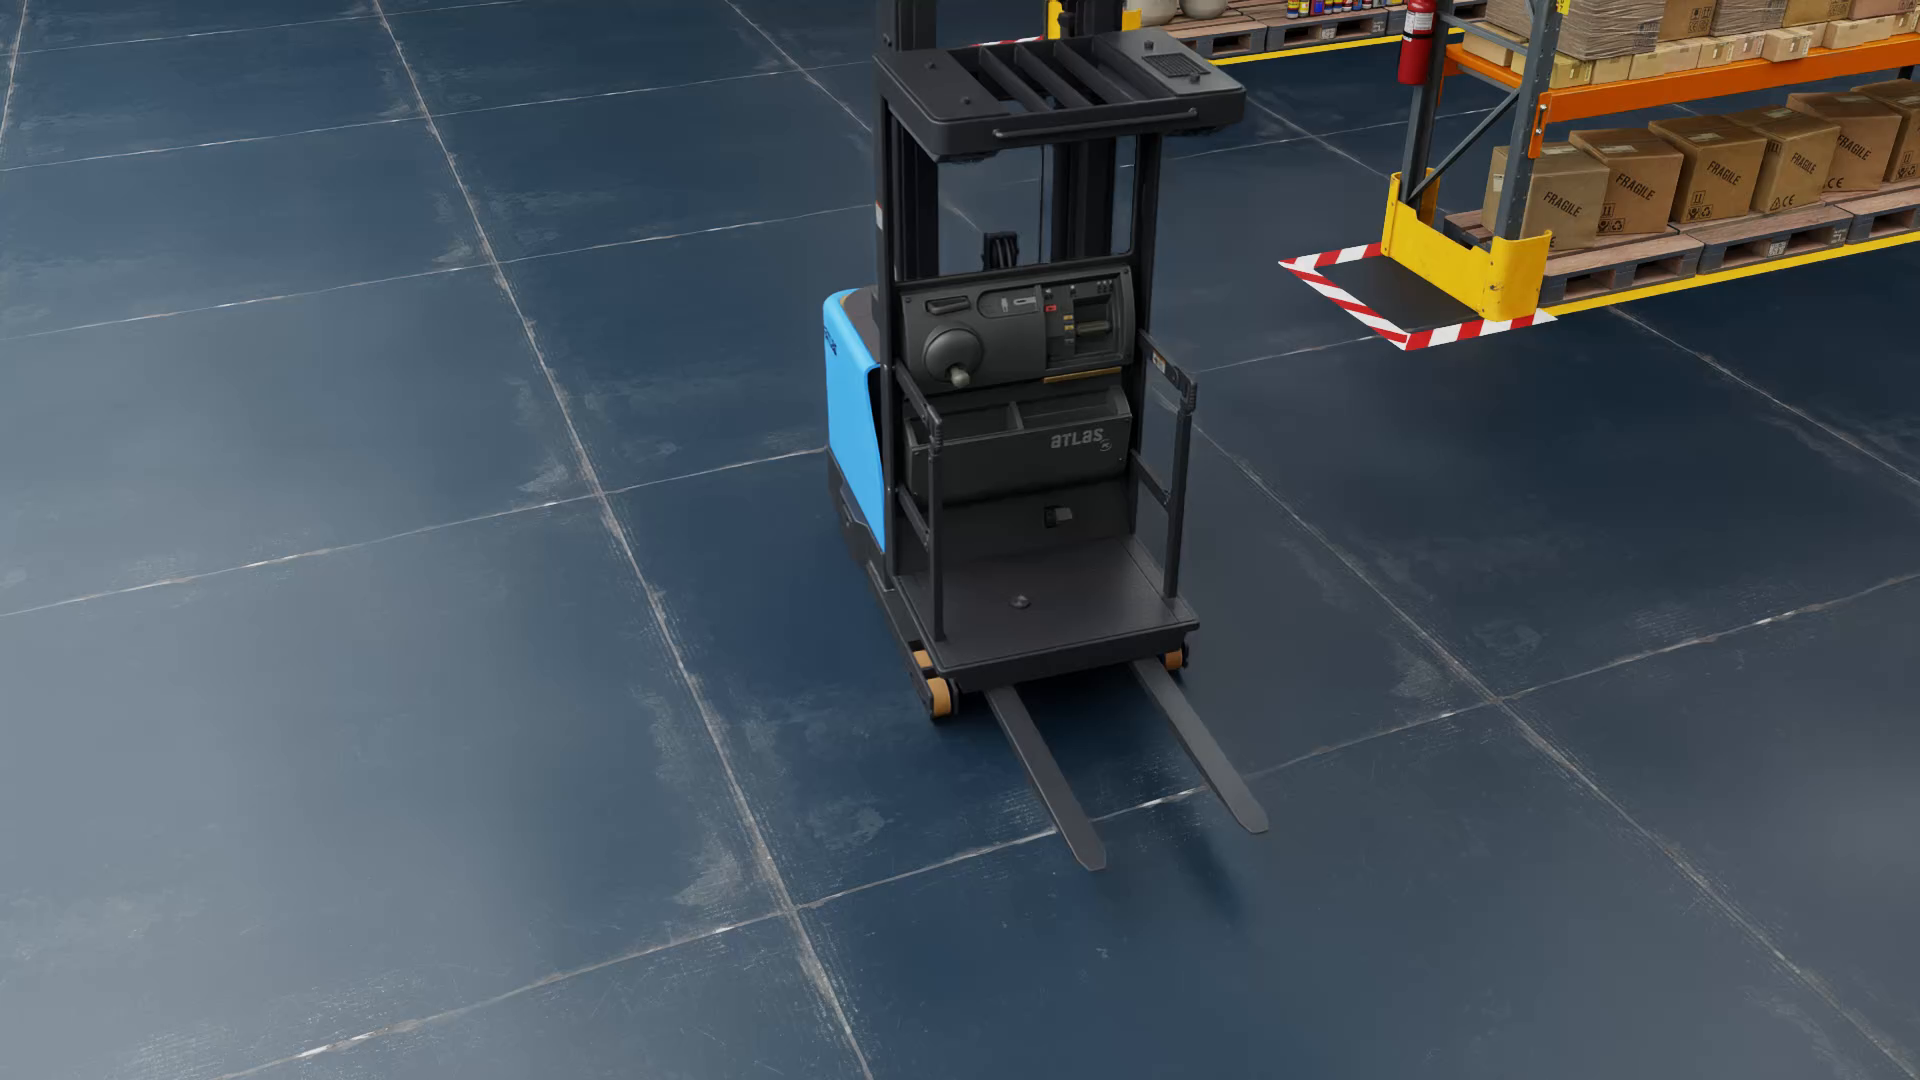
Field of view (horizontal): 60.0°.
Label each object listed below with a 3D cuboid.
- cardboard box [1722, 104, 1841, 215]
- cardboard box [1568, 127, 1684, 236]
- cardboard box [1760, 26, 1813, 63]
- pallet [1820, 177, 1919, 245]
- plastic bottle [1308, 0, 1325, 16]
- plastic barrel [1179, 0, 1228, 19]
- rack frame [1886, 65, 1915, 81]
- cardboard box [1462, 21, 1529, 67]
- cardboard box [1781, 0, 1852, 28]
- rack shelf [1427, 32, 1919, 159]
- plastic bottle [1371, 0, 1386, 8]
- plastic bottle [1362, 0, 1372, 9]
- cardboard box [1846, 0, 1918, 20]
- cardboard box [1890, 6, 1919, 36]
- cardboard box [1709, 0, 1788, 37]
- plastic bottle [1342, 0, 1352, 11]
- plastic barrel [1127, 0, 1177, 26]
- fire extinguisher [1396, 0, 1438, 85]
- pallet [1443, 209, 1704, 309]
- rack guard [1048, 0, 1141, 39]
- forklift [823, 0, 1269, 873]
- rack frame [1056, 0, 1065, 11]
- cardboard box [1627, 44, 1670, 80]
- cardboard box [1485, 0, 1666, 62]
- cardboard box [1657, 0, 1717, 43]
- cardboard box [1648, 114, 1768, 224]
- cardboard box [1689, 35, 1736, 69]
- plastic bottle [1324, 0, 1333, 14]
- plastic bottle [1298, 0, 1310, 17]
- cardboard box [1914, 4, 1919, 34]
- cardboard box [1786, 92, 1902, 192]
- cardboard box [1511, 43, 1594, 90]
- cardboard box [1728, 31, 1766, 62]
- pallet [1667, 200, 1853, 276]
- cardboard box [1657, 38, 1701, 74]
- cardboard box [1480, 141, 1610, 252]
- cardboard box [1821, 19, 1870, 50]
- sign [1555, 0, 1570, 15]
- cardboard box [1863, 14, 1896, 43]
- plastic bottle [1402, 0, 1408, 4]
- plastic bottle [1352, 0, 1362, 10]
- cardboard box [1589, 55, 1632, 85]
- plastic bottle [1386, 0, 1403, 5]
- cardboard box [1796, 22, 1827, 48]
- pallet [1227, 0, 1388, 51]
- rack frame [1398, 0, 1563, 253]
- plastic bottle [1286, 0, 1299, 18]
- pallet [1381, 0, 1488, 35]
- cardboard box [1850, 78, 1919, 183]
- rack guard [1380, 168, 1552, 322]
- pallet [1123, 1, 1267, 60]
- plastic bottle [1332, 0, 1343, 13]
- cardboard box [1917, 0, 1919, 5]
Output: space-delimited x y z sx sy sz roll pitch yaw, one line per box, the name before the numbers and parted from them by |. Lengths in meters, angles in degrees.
cardboard box | 5.203 -2.447 10.667 0.500 0.500 0.500 -16 36 -23
cardboard box | 4.086 -2.229 10.332 0.500 0.500 0.500 -4 33 -6
cardboard box | 4.742 -2.937 9.744 0.250 0.149 0.380 -13 35 -19
pallet | 6.049 -2.350 11.168 1.213 0.211 1.003 -13 35 -19
plastic bottle | 3.057 -4.635 14.210 0.133 0.283 0.061 -12 35 -18
plastic barrel | 2.088 -4.741 14.182 0.421 0.512 0.421 0 33 0
rack frame | 6.654 -3.678 10.653 0.127 3.000 1.000 -13 35 -19
cardboard box | 3.149 -2.893 9.676 0.250 0.149 0.380 -13 35 -19
cardboard box | 4.842 -3.452 9.941 0.500 0.500 0.875 -13 35 -19
rack shelf | 4.810 -2.955 10.200 4.000 0.370 1.077 -13 35 -19
plastic bottle | 3.628 -4.790 14.455 0.135 0.276 0.152 -12 35 -18
plastic bottle | 3.530 -4.720 14.416 0.097 0.201 0.097 0 33 0
cardboard box | 5.319 -3.537 10.071 0.500 0.500 0.875 -13 35 -19
cardboard box | 5.613 -3.214 10.170 0.250 0.149 0.380 -13 35 -19
cardboard box | 4.376 -3.353 9.788 0.500 0.500 0.875 -13 35 -19
plastic bottle | 3.340 -4.676 14.349 0.097 0.201 0.097 0 33 0
plastic barrel | 1.626 -4.635 14.019 0.421 0.512 0.421 0 33 0
fire extinguisher | 2.682 -3.009 9.695 0.183 0.674 0.296 -13 35 -19
pallet | 3.799 -1.835 10.376 1.213 0.211 1.003 -13 35 -19
rack guard | 1.100 -4.316 13.926 0.348 0.500 1.175 -13 35 -19
forklift | 0.299 -0.762 6.234 1.130 2.935 3.031 -10 34 -15
rack frame | 1.049 -5.325 13.183 0.127 3.000 1.000 -13 35 -19
cardboard box | 3.795 -2.757 9.468 0.250 0.149 0.380 -13 35 -19
cardboard box | 3.484 -3.103 9.404 0.500 0.500 0.875 -13 35 -19
cardboard box | 3.898 -3.269 9.659 0.500 0.500 0.875 -13 35 -19
cardboard box | 4.671 -2.352 10.521 0.500 0.500 0.500 -10 34 -14
cardboard box | 4.251 -2.870 9.640 0.250 0.149 0.380 -13 35 -19
plastic bottle | 3.157 -4.664 14.266 0.097 0.271 0.097 0 33 0
plastic bottle | 2.936 -4.584 14.207 0.097 0.201 0.097 0 33 0
cardboard box | 5.894 -3.200 10.149 0.250 0.149 0.380 -13 35 -19
cardboard box | 5.745 -2.618 10.930 0.500 0.500 0.500 -2 33 -4
cardboard box | 3.321 -2.669 9.332 0.250 0.149 0.380 -13 35 -19
cardboard box | 4.471 -2.936 9.743 0.250 0.149 0.380 -13 35 -19
pallet | 4.922 -2.090 10.769 1.213 0.211 1.003 -13 35 -19
cardboard box | 4.018 -2.820 9.565 0.250 0.149 0.380 -13 35 -19
cardboard box | 3.548 -2.086 10.112 0.500 0.500 0.500 -7 34 -10
cardboard box | 5.181 -3.071 9.949 0.250 0.149 0.380 -13 35 -19
sign | 3.176 -2.924 8.700 0.005 0.325 0.100 -13 35 -19
cardboard box | 5.398 -3.141 10.057 0.250 0.149 0.380 -13 35 -19
plastic bottle | 3.943 -4.838 14.523 0.133 0.283 0.061 -11 35 -16
plastic bottle | 3.436 -4.728 14.364 0.097 0.271 0.097 0 33 0
cardboard box | 3.559 -2.712 9.398 0.250 0.149 0.380 -13 35 -19
plastic bottle | 3.780 -4.853 14.484 0.185 0.351 0.144 -13 35 -19
cardboard box | 4.921 -3.056 9.927 0.250 0.149 0.380 -13 35 -19
pallet | 2.975 -4.620 14.656 1.213 0.211 1.003 -13 35 -19
rack frame | 2.966 -2.834 9.355 0.127 3.000 1.000 -13 35 -19
plastic bottle | 2.841 -4.591 14.154 0.097 0.271 0.097 0 33 0
pallet | 4.101 -4.879 15.056 1.213 0.211 1.003 -13 35 -19
cardboard box | 6.270 -2.742 11.121 0.500 0.500 0.500 -14 36 -20
rack guard | 3.036 -1.802 10.061 0.348 0.500 1.175 -13 35 -19
pallet | 1.852 -4.364 14.264 1.213 0.211 1.003 -13 35 -19
plastic bottle | 3.249 -4.685 14.298 0.097 0.271 0.097 0 33 0
cardboard box | 5.741 -3.693 10.311 0.500 0.500 0.875 -13 35 -19
